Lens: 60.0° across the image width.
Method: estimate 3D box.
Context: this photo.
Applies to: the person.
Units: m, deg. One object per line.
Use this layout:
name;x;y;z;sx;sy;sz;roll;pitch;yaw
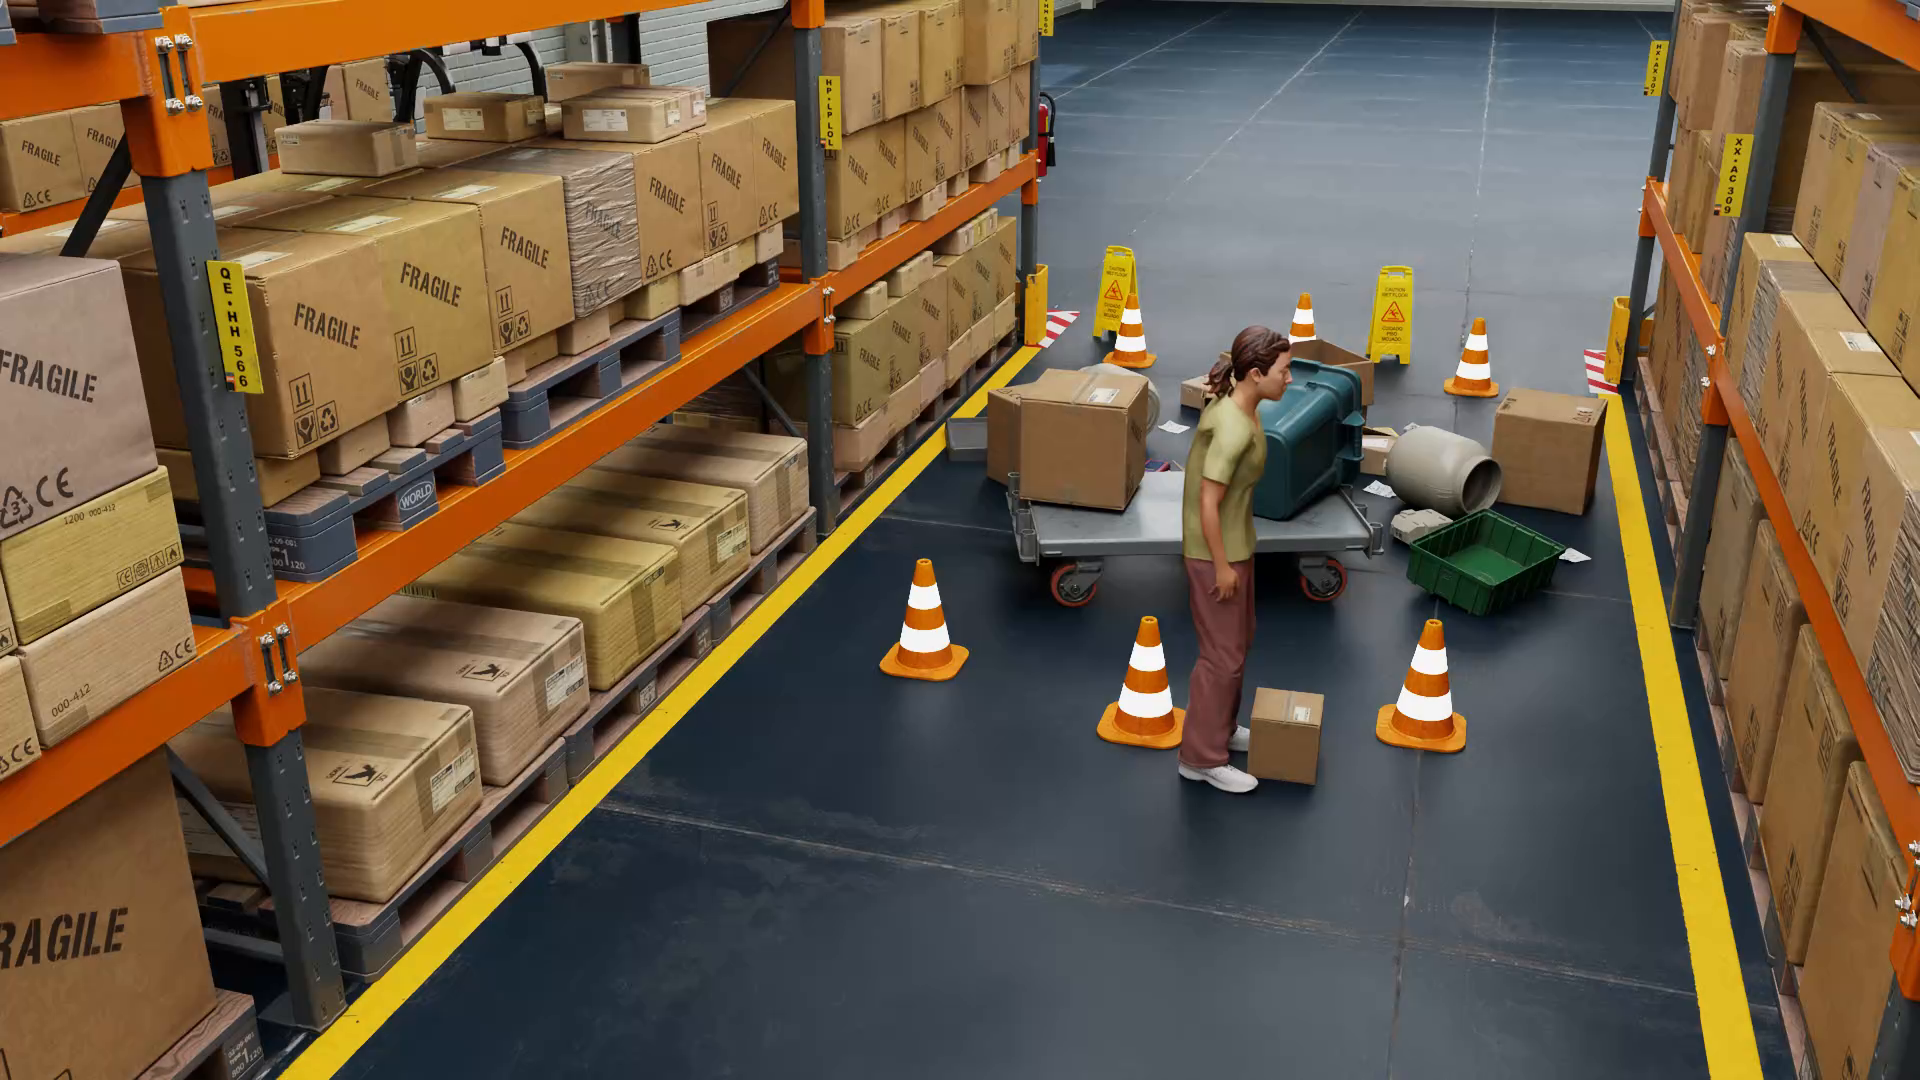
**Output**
person;0.977;0.059;5.973;0.341;1.652;0.506;6;23;15
